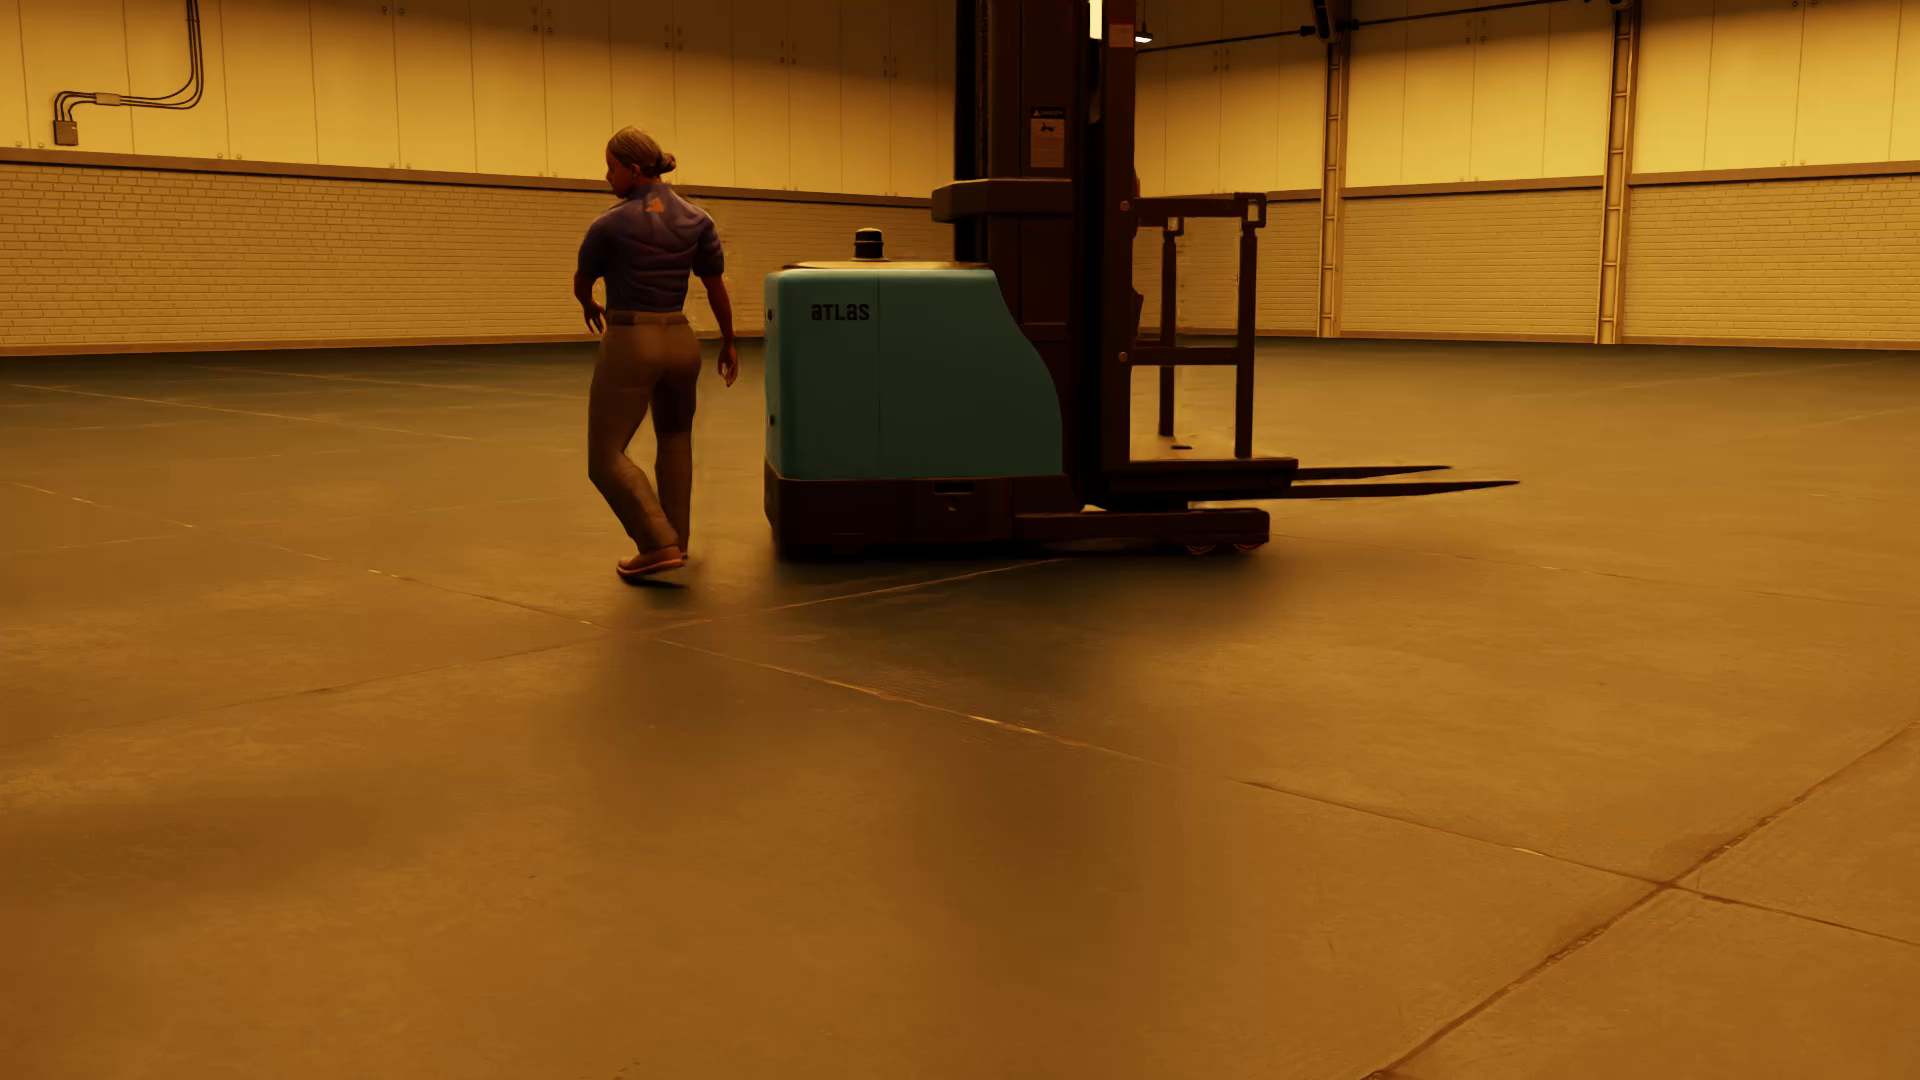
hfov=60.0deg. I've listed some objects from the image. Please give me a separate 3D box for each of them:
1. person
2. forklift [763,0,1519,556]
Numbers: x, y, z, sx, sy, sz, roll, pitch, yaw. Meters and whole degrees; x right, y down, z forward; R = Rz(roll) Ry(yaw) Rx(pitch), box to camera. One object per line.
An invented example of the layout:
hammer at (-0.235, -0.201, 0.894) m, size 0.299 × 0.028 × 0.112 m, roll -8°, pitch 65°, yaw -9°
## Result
person at (-1.085, -0.683, 6.006) m, size 0.777 × 1.558 × 0.645 m, roll 8°, pitch 12°, yaw 43°
forklift at (0.739, -1.474, 6.663) m, size 3.031 × 2.935 × 1.130 m, roll -2°, pitch 9°, yaw -10°
